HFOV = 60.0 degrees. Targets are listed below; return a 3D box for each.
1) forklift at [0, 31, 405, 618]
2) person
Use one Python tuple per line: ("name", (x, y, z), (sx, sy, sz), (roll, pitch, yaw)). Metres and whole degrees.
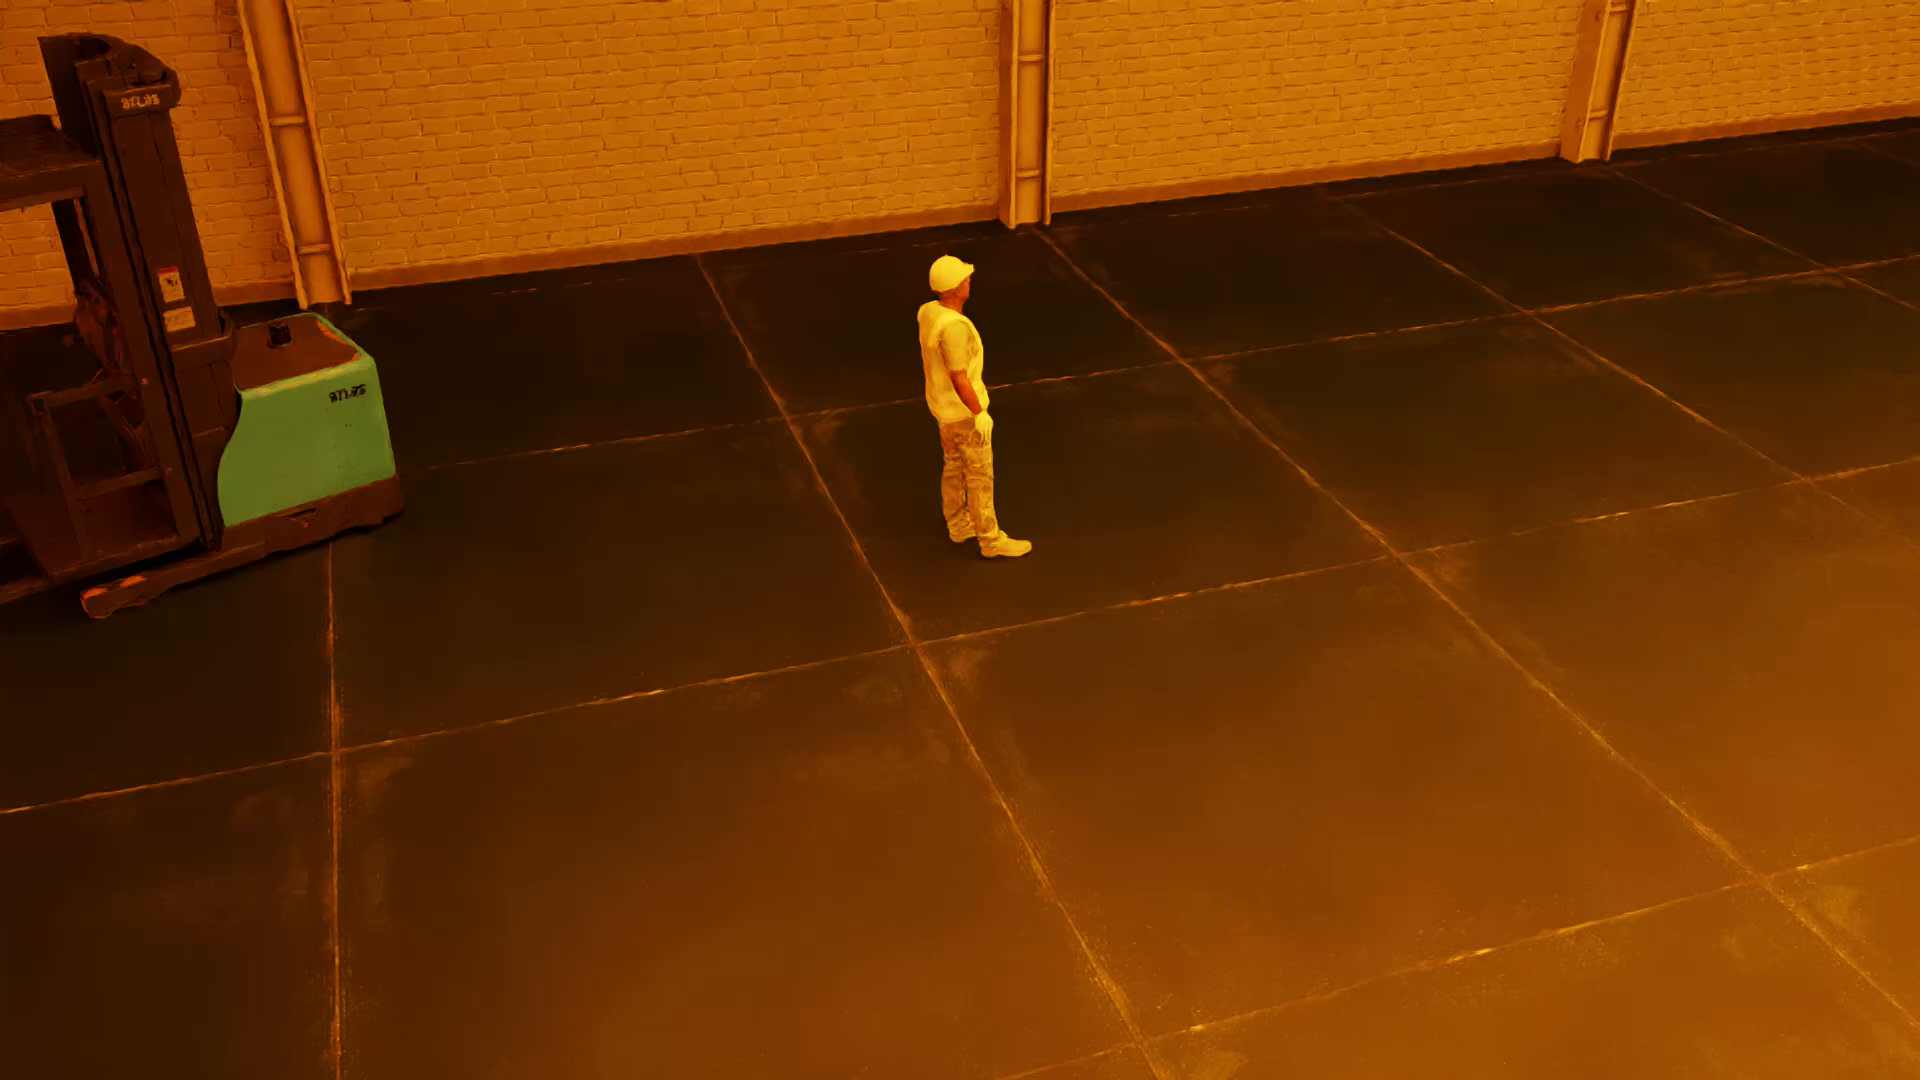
("forklift", (-4.884, -1.133, 9.056), (3.031, 2.935, 1.130), (-22, 36, -33))
("person", (0.071, -0.787, 9.591), (0.576, 1.782, 0.655), (-10, 31, -16))
